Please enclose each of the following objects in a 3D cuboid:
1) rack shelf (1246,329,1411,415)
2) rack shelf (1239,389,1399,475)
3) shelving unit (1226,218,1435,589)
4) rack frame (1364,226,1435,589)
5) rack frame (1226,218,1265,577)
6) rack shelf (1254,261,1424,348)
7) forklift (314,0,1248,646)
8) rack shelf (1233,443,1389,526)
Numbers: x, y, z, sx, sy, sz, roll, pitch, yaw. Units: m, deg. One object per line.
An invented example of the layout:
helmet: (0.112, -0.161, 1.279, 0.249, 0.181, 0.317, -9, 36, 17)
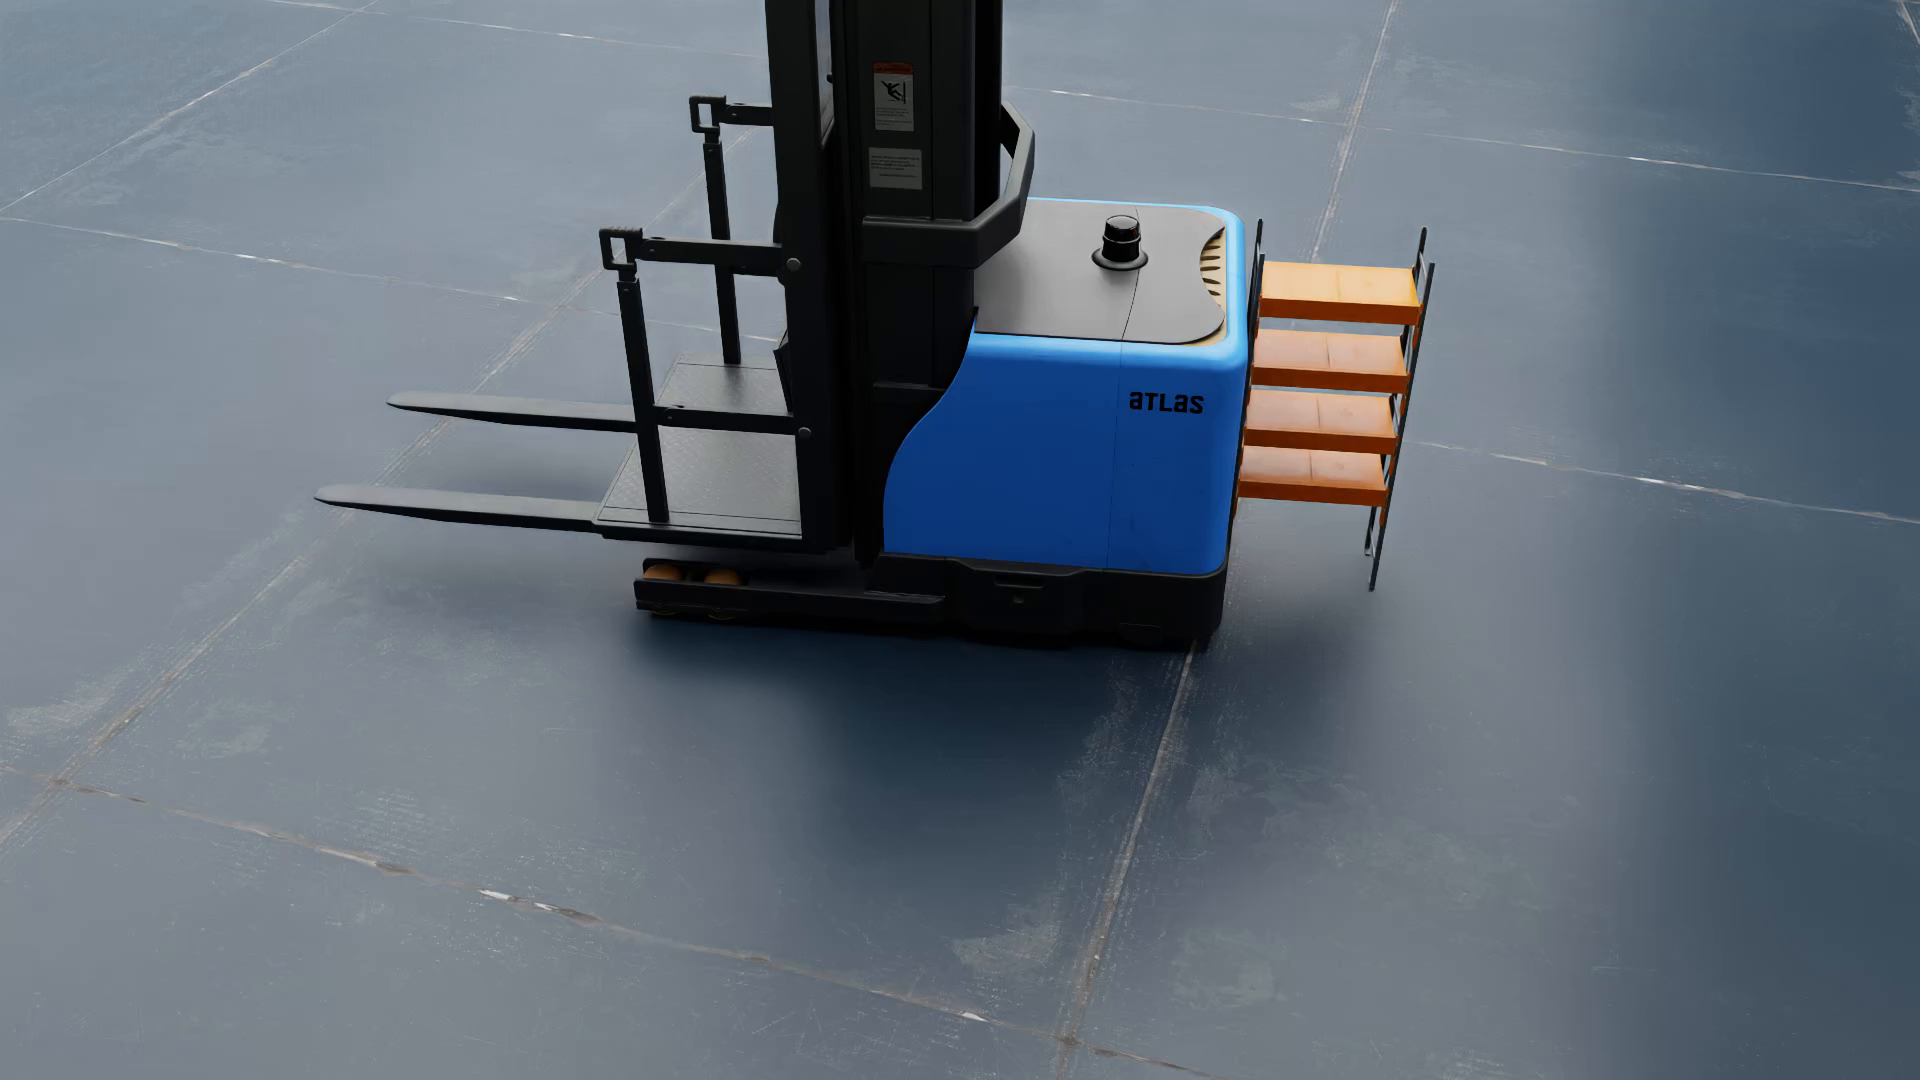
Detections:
rack shelf: (1.142, -0.533, 5.199, 0.480, 0.148, 0.258, 4, 37, 5)
rack shelf: (1.142, -0.353, 5.331, 0.480, 0.148, 0.258, 4, 37, 5)
shelving unit: (1.142, -0.407, 5.291, 0.503, 1.200, 0.258, 4, 37, 5)
rack frame: (1.384, -0.390, 5.268, 0.015, 1.200, 0.240, 4, 37, 5)
rack frame: (0.899, -0.424, 5.315, 0.015, 1.200, 0.240, 4, 37, 5)
rack shelf: (1.142, -0.724, 5.058, 0.480, 0.148, 0.258, 4, 37, 5)
forklift: (-0.622, -1.227, 4.944, 3.031, 2.935, 1.130, 4, 37, 6)
rack shelf: (1.142, -0.193, 5.449, 0.480, 0.148, 0.258, 4, 37, 5)
